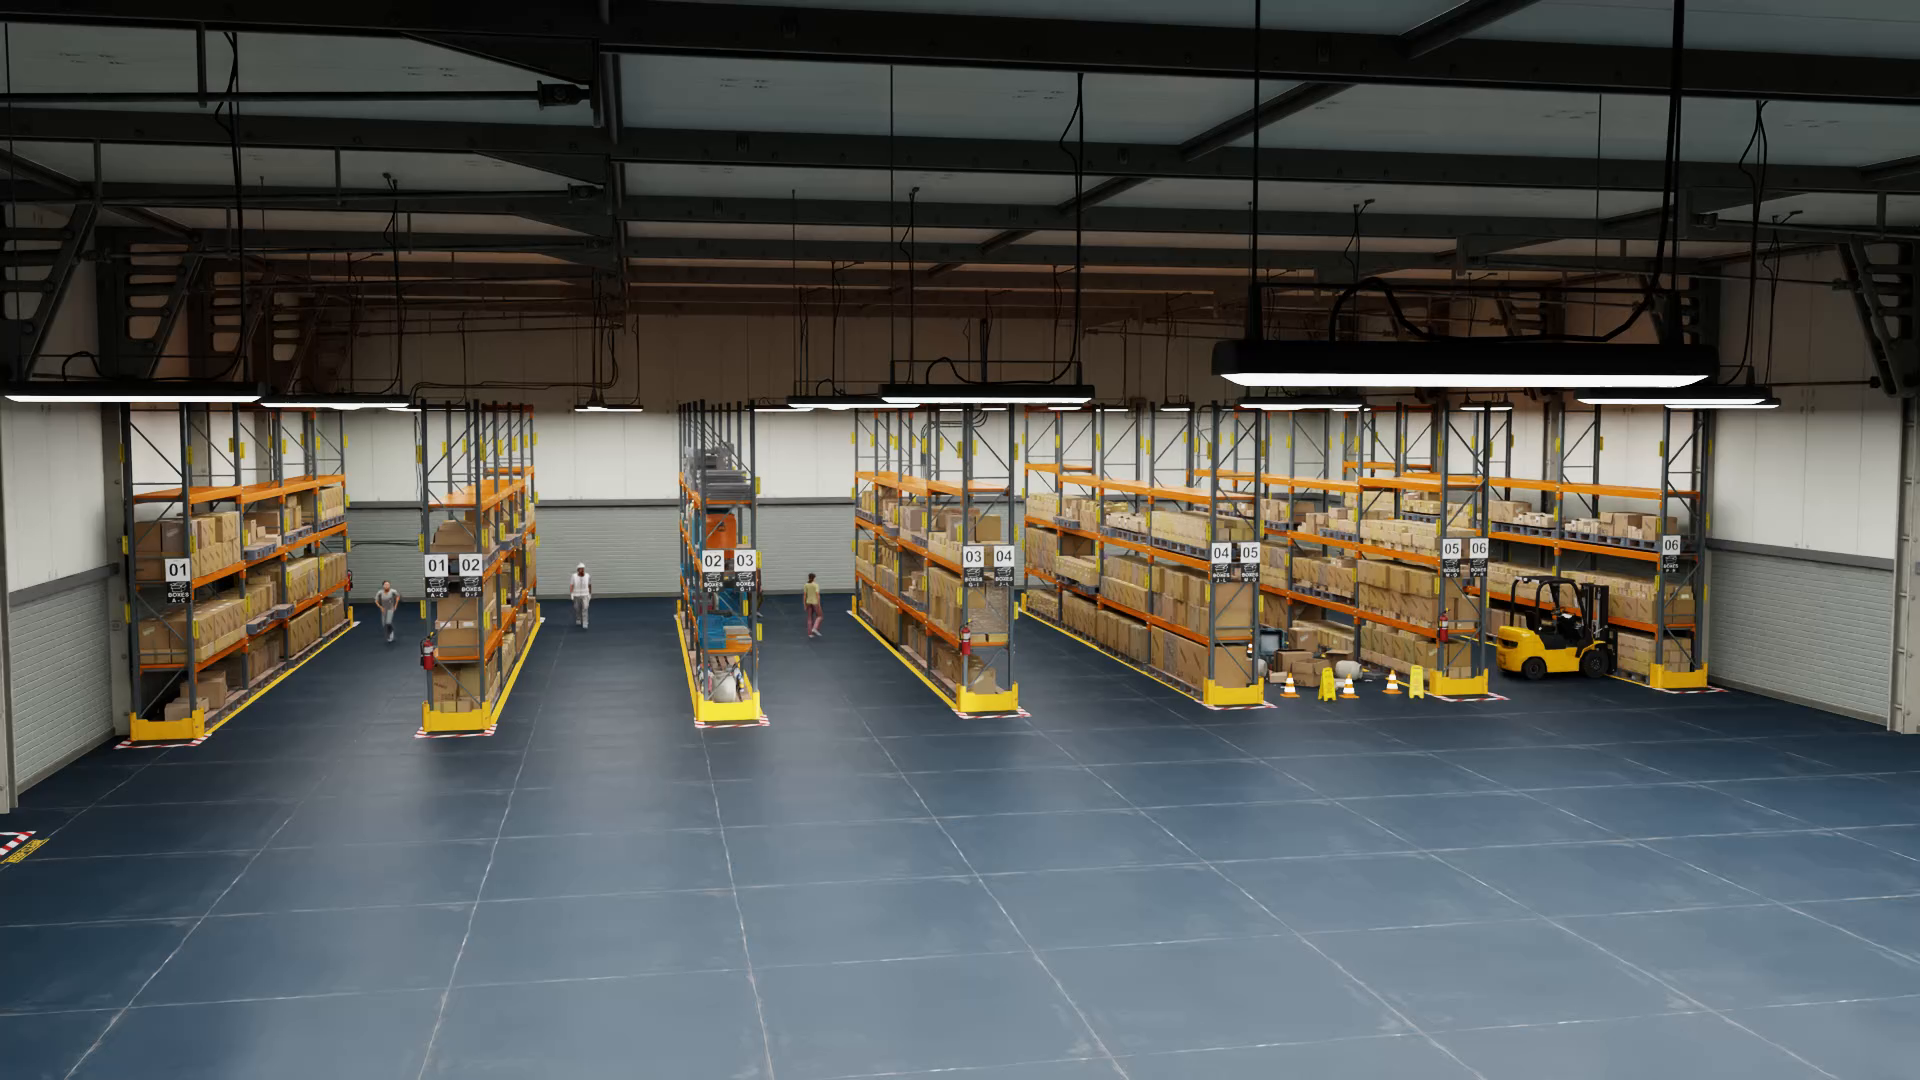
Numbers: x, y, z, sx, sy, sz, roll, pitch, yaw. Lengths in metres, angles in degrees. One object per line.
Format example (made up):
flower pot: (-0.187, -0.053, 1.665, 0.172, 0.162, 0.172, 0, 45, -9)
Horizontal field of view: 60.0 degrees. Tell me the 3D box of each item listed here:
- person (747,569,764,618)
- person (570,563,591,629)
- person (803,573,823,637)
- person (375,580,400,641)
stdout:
person: (-5.863, 1.306, 46.812, 0.659, 1.779, 0.553, 2, 5, 21)
person: (-10.156, 1.492, 44.535, 0.563, 1.727, 1.094, -1, 4, -13)
person: (-3.789, 1.674, 42.663, 0.505, 1.670, 0.475, 2, 5, 20)
person: (-14.400, 1.780, 41.863, 0.537, 1.578, 0.700, 0, 4, -3)
